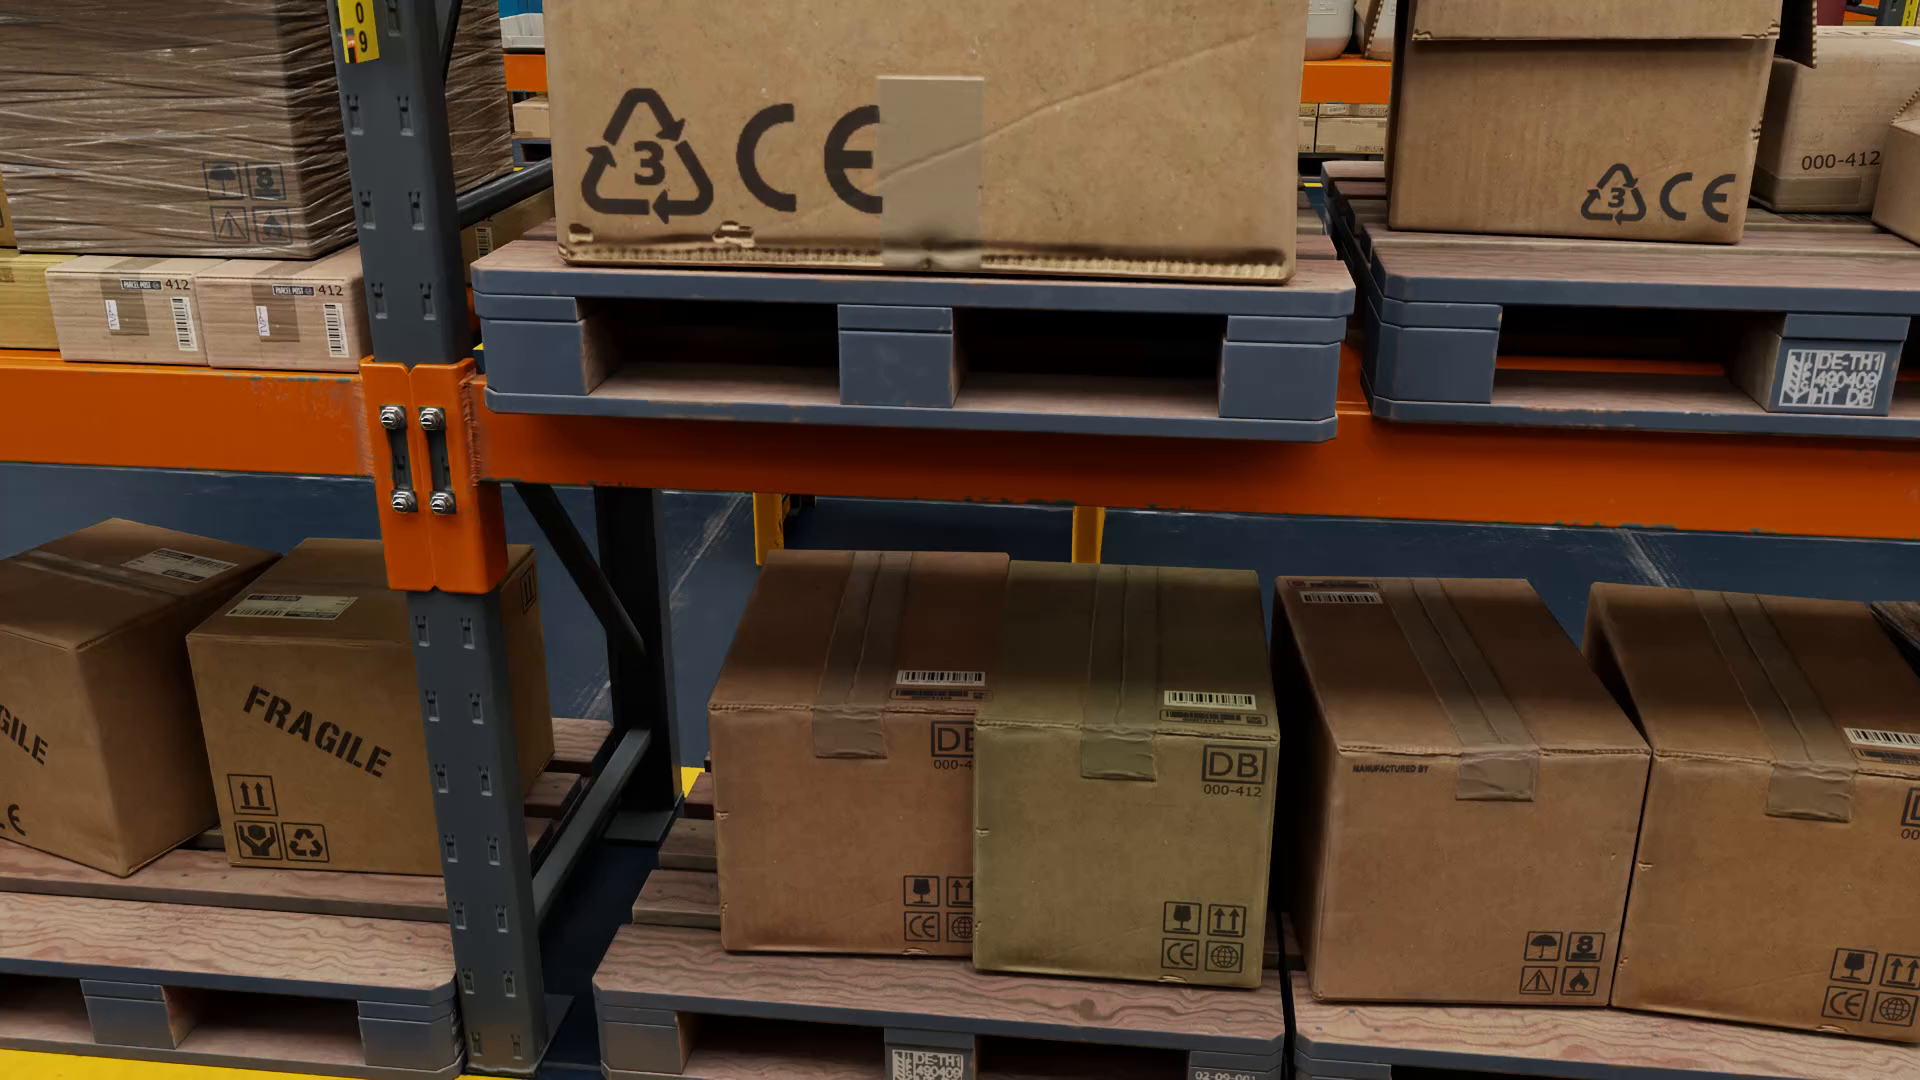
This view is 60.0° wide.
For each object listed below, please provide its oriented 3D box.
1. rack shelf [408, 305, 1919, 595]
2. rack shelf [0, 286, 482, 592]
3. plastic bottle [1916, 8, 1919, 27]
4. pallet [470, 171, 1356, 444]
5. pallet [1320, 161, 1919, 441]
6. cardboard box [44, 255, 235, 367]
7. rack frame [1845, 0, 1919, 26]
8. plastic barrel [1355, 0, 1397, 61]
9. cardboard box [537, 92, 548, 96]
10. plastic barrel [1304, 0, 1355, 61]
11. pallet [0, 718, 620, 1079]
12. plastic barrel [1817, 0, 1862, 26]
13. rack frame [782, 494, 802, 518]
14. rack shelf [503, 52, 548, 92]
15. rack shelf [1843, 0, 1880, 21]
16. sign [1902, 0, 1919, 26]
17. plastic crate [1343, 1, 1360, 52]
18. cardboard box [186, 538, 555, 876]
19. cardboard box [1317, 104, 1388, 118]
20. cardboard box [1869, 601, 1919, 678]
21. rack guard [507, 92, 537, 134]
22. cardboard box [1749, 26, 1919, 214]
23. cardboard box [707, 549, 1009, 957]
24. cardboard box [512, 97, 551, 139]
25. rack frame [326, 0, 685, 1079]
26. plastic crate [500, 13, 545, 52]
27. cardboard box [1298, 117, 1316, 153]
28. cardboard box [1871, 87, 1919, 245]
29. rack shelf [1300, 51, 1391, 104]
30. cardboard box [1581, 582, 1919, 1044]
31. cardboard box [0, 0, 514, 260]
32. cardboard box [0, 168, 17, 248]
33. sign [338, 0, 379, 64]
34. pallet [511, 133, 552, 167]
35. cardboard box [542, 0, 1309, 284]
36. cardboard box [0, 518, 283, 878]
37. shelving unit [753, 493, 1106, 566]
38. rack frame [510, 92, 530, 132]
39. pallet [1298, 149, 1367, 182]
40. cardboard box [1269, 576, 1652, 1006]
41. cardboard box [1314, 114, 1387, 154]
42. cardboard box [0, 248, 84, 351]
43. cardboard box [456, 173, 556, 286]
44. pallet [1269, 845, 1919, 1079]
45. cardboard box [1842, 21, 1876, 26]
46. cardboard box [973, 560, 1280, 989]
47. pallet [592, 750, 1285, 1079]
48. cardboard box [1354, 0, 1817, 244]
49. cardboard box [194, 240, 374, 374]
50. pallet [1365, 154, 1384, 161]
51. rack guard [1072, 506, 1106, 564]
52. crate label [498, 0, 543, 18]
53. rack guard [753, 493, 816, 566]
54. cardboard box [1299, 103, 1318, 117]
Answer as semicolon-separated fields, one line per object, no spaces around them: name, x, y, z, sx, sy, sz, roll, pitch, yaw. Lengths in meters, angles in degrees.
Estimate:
rack shelf;1.217;-0.190;2.819;4.000;0.370;1.077;2;22;6
rack shelf;-2.756;-0.363;3.257;4.000;0.370;1.077;2;22;6
plastic bottle;4.238;-2.330;7.413;0.133;0.283;0.061;2;22;6
pallet;-0.028;-0.436;2.723;1.213;0.211;1.003;2;22;6
pallet;1.232;-0.420;2.682;1.213;0.211;1.003;2;22;6
cardboard box;-1.265;-0.411;2.740;0.250;0.149;0.380;2;22;6
rack frame;3.786;-2.246;7.042;0.127;3.000;1.000;2;22;6
plastic barrel;1.896;-2.311;7.020;0.433;0.535;0.433;0;22;0
cardboard box;-3.005;-3.752;12.998;0.500;0.500;0.500;2;22;6
plastic barrel;1.466;-2.329;7.067;0.433;0.535;0.433;0;22;0
pallet;-1.441;0.669;3.459;1.213;0.211;1.003;2;22;6
plastic barrel;3.289;-2.219;6.788;0.708;0.536;0.600;2;22;6
rack frame;-0.590;-0.723;5.229;0.032;1.500;0.500;2;22;6
rack shelf;-2.173;-2.171;7.831;4.000;0.370;1.077;2;22;6
rack shelf;6.358;-3.634;11.529;4.000;0.370;1.077;2;22;6
sign;3.728;-2.121;6.503;0.005;0.325;0.100;2;22;6
plastic crate;1.576;-2.349;7.589;0.662;0.188;0.450;2;22;6
cardboard box;-1.162;0.324;3.369;0.500;0.500;0.500;2;22;5
cardboard box;2.805;-3.208;11.880;0.500;0.311;0.500;2;22;6
cardboard box;1.983;0.479;2.950;0.500;0.500;0.700;1;22;2
rack guard;-3.596;-3.239;12.954;0.348;0.500;1.175;2;22;6
cardboard box;1.565;-0.720;2.814;0.500;0.250;0.500;2;22;5
cardboard box;-0.162;0.381;3.197;0.500;0.500;0.700;1;22;2
cardboard box;-3.066;-3.213;12.656;0.500;0.250;0.500;2;22;6
rack frame;-0.769;-0.611;2.906;0.127;3.000;1.000;2;22;6
plastic crate;-1.829;-2.275;7.472;0.437;0.136;0.530;2;22;6
cardboard box;2.299;-2.970;12.041;0.500;0.250;0.500;3;22;7
cardboard box;1.515;-0.544;2.349;0.258;0.266;0.396;2;22;5
rack shelf;1.800;-1.998;7.393;4.000;0.370;1.077;2;22;6
cardboard box;1.419;0.457;3.006;0.500;0.500;0.700;4;22;11
cardboard box;-1.209;-0.838;2.939;0.500;0.500;0.875;2;22;6
cardboard box;-1.701;-0.873;3.026;0.500;0.500;0.875;2;22;6
sign;-0.826;-0.815;2.245;0.005;0.325;0.100;2;22;6
pallet;-2.808;-3.086;12.959;1.213;0.211;1.003;2;22;6
cardboard box;0.003;-1.000;2.502;1.000;1.000;1.000;3;22;7
cardboard box;-1.732;0.302;3.425;0.500;0.500;0.500;10;24;23
shelving unit;-0.076;-0.701;5.172;1.083;1.500;0.587;2;22;6
rack frame;-3.572;-4.401;12.492;0.127;3.000;1.000;2;22;6
pallet;2.351;-2.862;12.391;1.213;0.211;1.003;2;22;6
cardboard box;0.865;0.433;3.067;0.500;0.500;0.700;1;22;2
cardboard box;2.810;-2.949;11.988;0.500;0.250;0.500;3;22;8
cardboard box;-1.506;-0.443;2.823;0.250;0.149;0.380;2;22;6
cardboard box;-0.948;-0.613;3.253;0.250;0.149;0.380;2;22;6
pallet;1.219;0.771;3.203;1.213;0.211;1.003;2;22;6
cardboard box;8.263;-4.867;16.023;0.750;0.750;0.750;3;22;7
cardboard box;0.309;0.409;3.128;0.500;0.500;0.700;2;22;6
pallet;0.004;0.719;3.335;1.213;0.211;1.003;2;22;6
cardboard box;0.963;-0.813;2.705;0.637;0.503;0.797;5;22;12
cardboard box;-1.018;-0.396;2.704;0.250;0.149;0.380;2;22;6
pallet;3.559;-2.808;12.255;1.213;0.211;1.003;2;22;6
rack guard;0.419;-0.098;5.348;0.087;0.250;0.587;2;22;6
crate label;-2.299;-2.628;7.959;0.616;0.435;0.502;2;22;6
rack guard;-0.570;-0.141;5.457;0.087;0.250;0.587;2;22;6
cardboard box;2.308;-3.230;11.937;0.500;0.311;0.500;3;22;8
